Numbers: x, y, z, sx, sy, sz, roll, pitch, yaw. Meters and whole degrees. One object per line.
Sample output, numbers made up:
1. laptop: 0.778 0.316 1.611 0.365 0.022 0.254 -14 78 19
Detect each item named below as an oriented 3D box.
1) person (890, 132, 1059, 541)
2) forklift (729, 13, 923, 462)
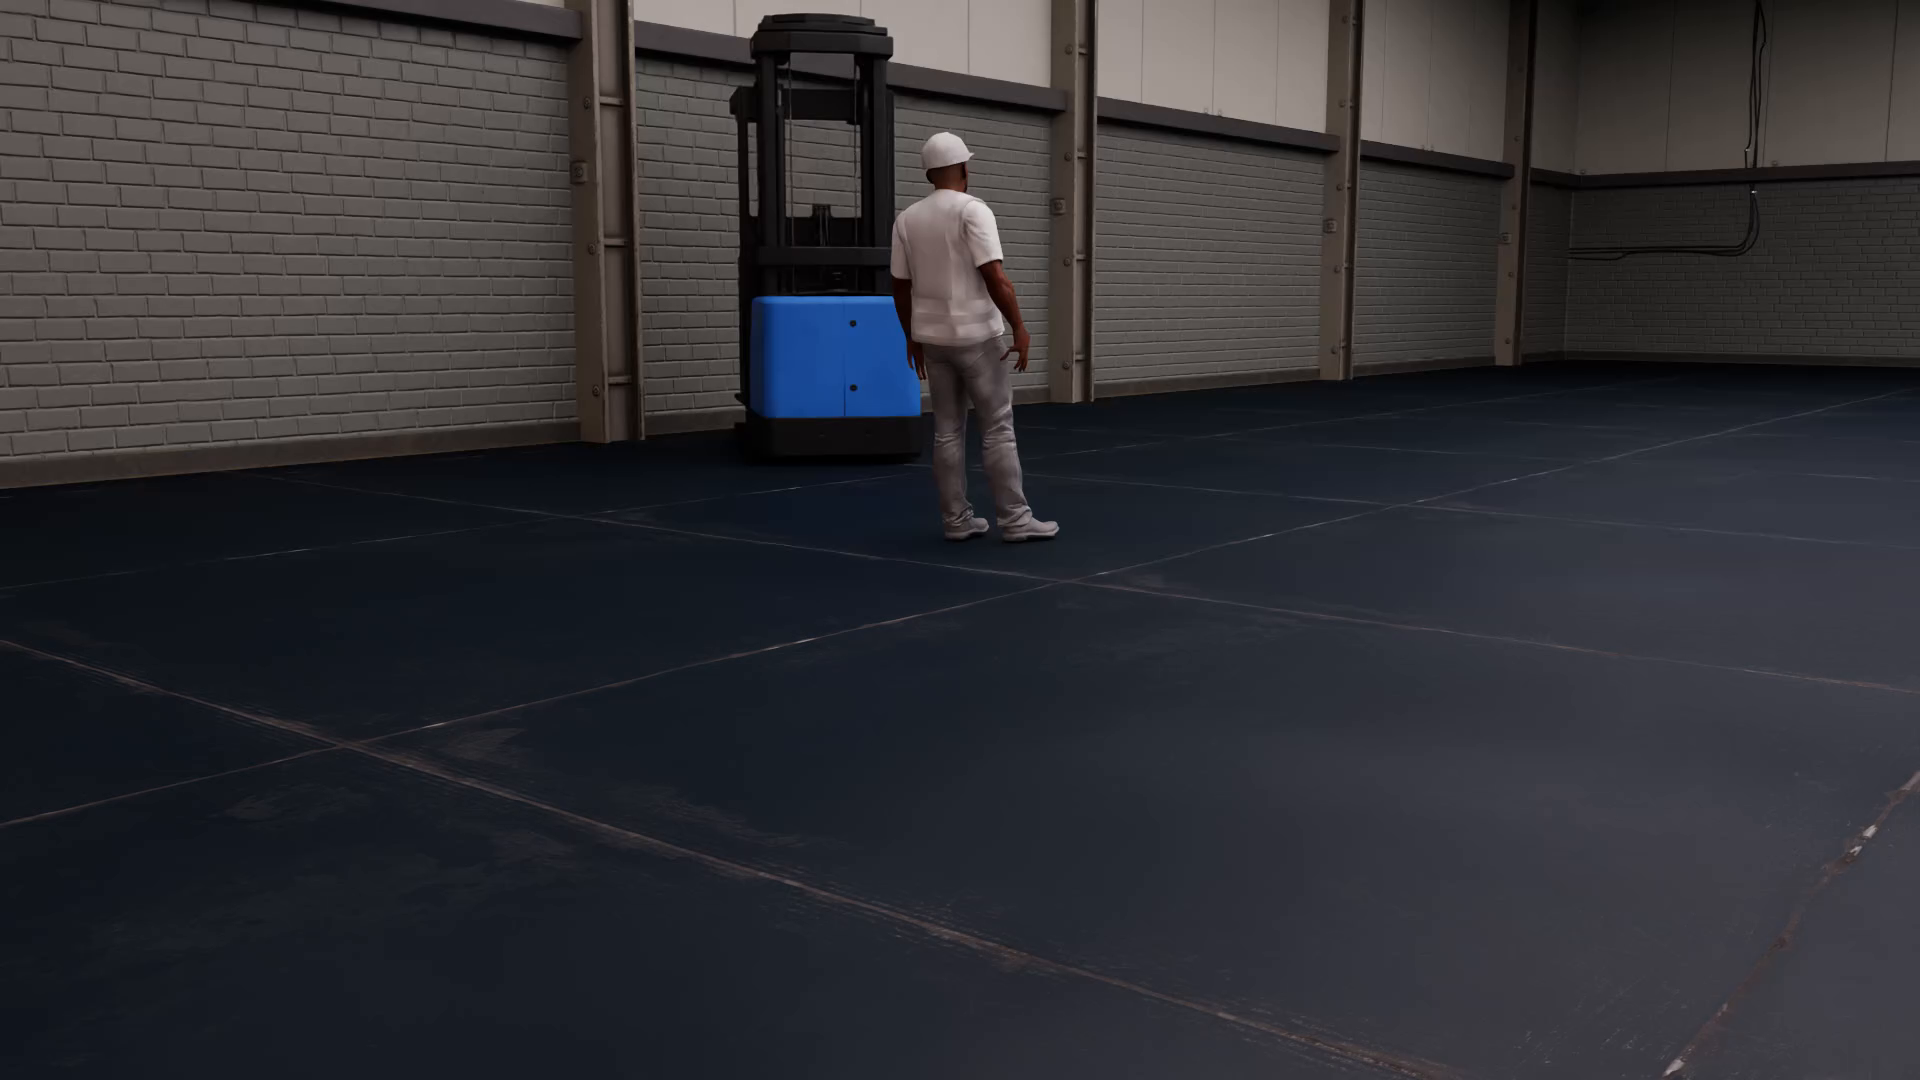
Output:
1. person: 0.048 -0.888 7.325 0.665 1.765 0.577 7 11 38
2. forklift: -1.051 -2.139 11.897 1.130 2.935 3.031 -2 9 -12
